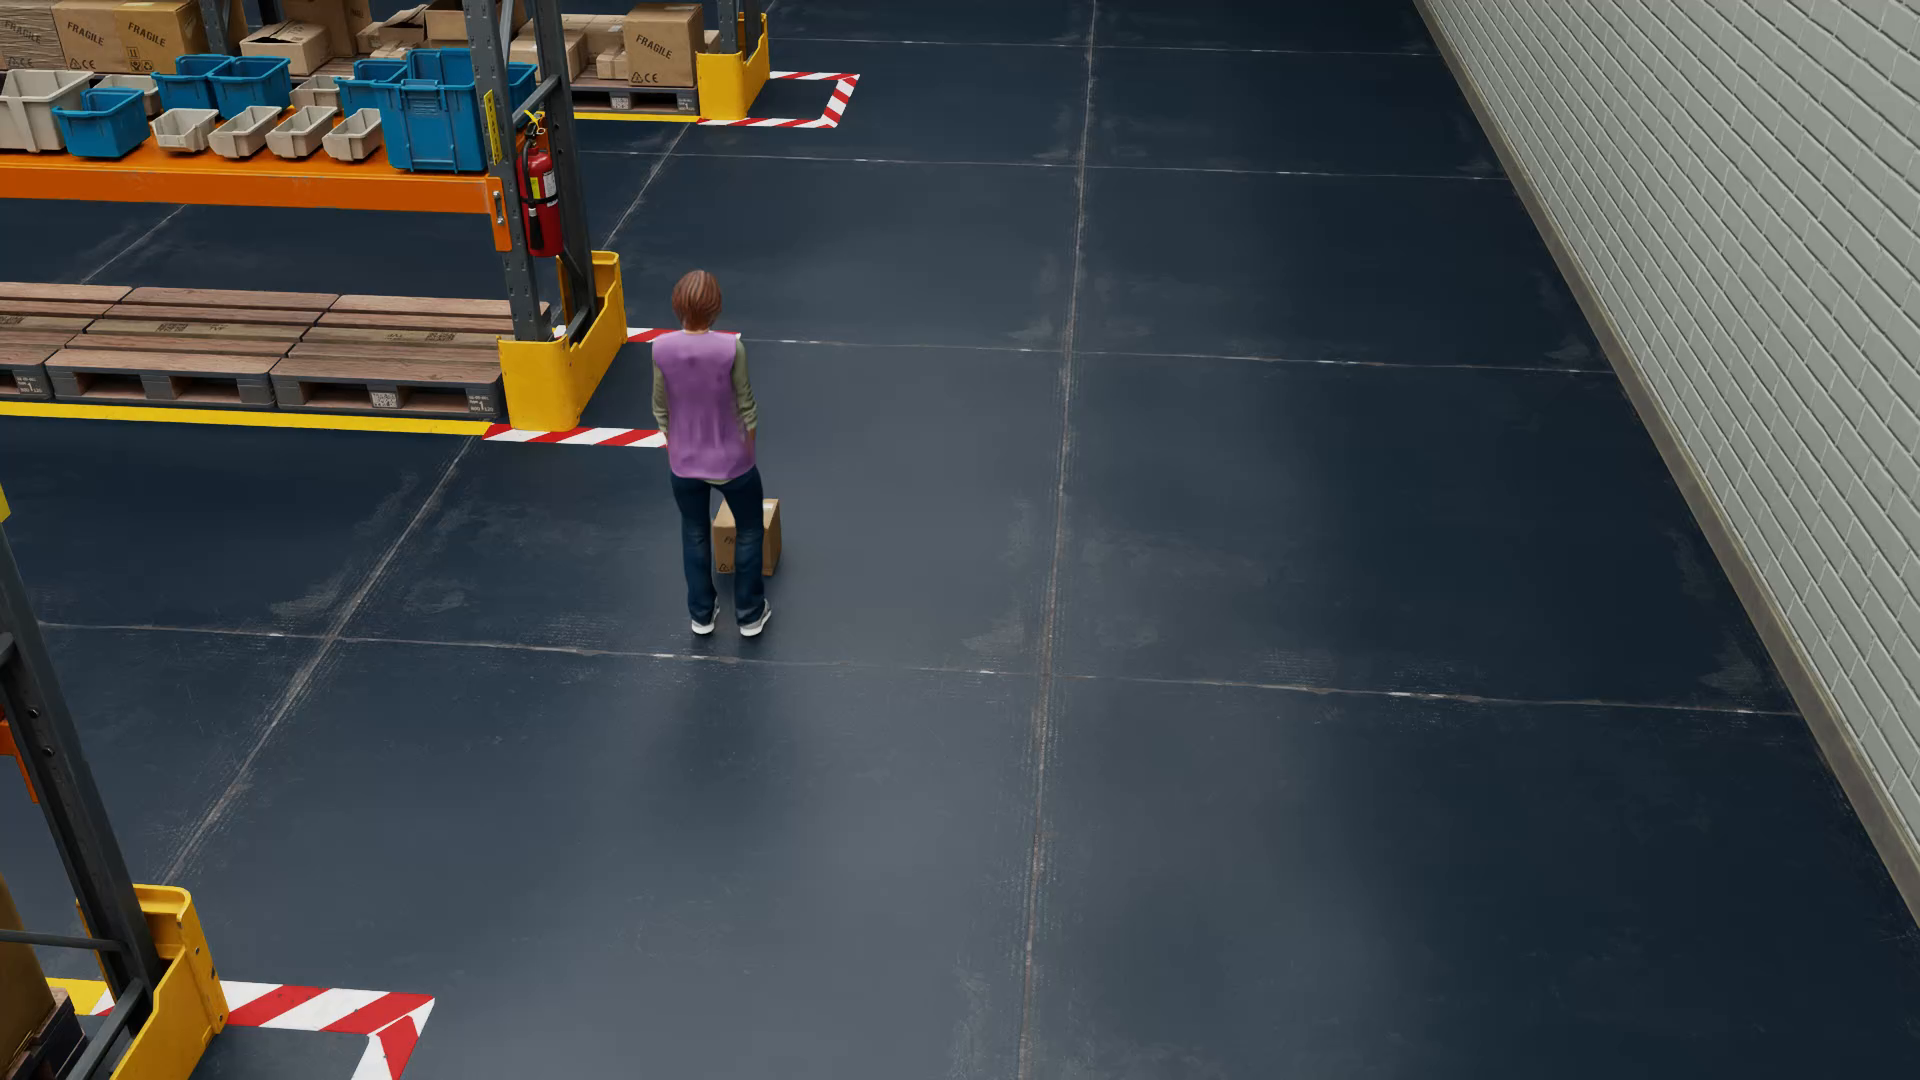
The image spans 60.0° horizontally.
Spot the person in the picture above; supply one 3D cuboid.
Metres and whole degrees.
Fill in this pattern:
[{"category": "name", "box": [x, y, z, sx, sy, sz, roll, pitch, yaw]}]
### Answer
[{"category": "person", "box": [-1.009, -0.309, 6.680, 0.420, 1.556, 0.353, 3, 33, 5]}]
